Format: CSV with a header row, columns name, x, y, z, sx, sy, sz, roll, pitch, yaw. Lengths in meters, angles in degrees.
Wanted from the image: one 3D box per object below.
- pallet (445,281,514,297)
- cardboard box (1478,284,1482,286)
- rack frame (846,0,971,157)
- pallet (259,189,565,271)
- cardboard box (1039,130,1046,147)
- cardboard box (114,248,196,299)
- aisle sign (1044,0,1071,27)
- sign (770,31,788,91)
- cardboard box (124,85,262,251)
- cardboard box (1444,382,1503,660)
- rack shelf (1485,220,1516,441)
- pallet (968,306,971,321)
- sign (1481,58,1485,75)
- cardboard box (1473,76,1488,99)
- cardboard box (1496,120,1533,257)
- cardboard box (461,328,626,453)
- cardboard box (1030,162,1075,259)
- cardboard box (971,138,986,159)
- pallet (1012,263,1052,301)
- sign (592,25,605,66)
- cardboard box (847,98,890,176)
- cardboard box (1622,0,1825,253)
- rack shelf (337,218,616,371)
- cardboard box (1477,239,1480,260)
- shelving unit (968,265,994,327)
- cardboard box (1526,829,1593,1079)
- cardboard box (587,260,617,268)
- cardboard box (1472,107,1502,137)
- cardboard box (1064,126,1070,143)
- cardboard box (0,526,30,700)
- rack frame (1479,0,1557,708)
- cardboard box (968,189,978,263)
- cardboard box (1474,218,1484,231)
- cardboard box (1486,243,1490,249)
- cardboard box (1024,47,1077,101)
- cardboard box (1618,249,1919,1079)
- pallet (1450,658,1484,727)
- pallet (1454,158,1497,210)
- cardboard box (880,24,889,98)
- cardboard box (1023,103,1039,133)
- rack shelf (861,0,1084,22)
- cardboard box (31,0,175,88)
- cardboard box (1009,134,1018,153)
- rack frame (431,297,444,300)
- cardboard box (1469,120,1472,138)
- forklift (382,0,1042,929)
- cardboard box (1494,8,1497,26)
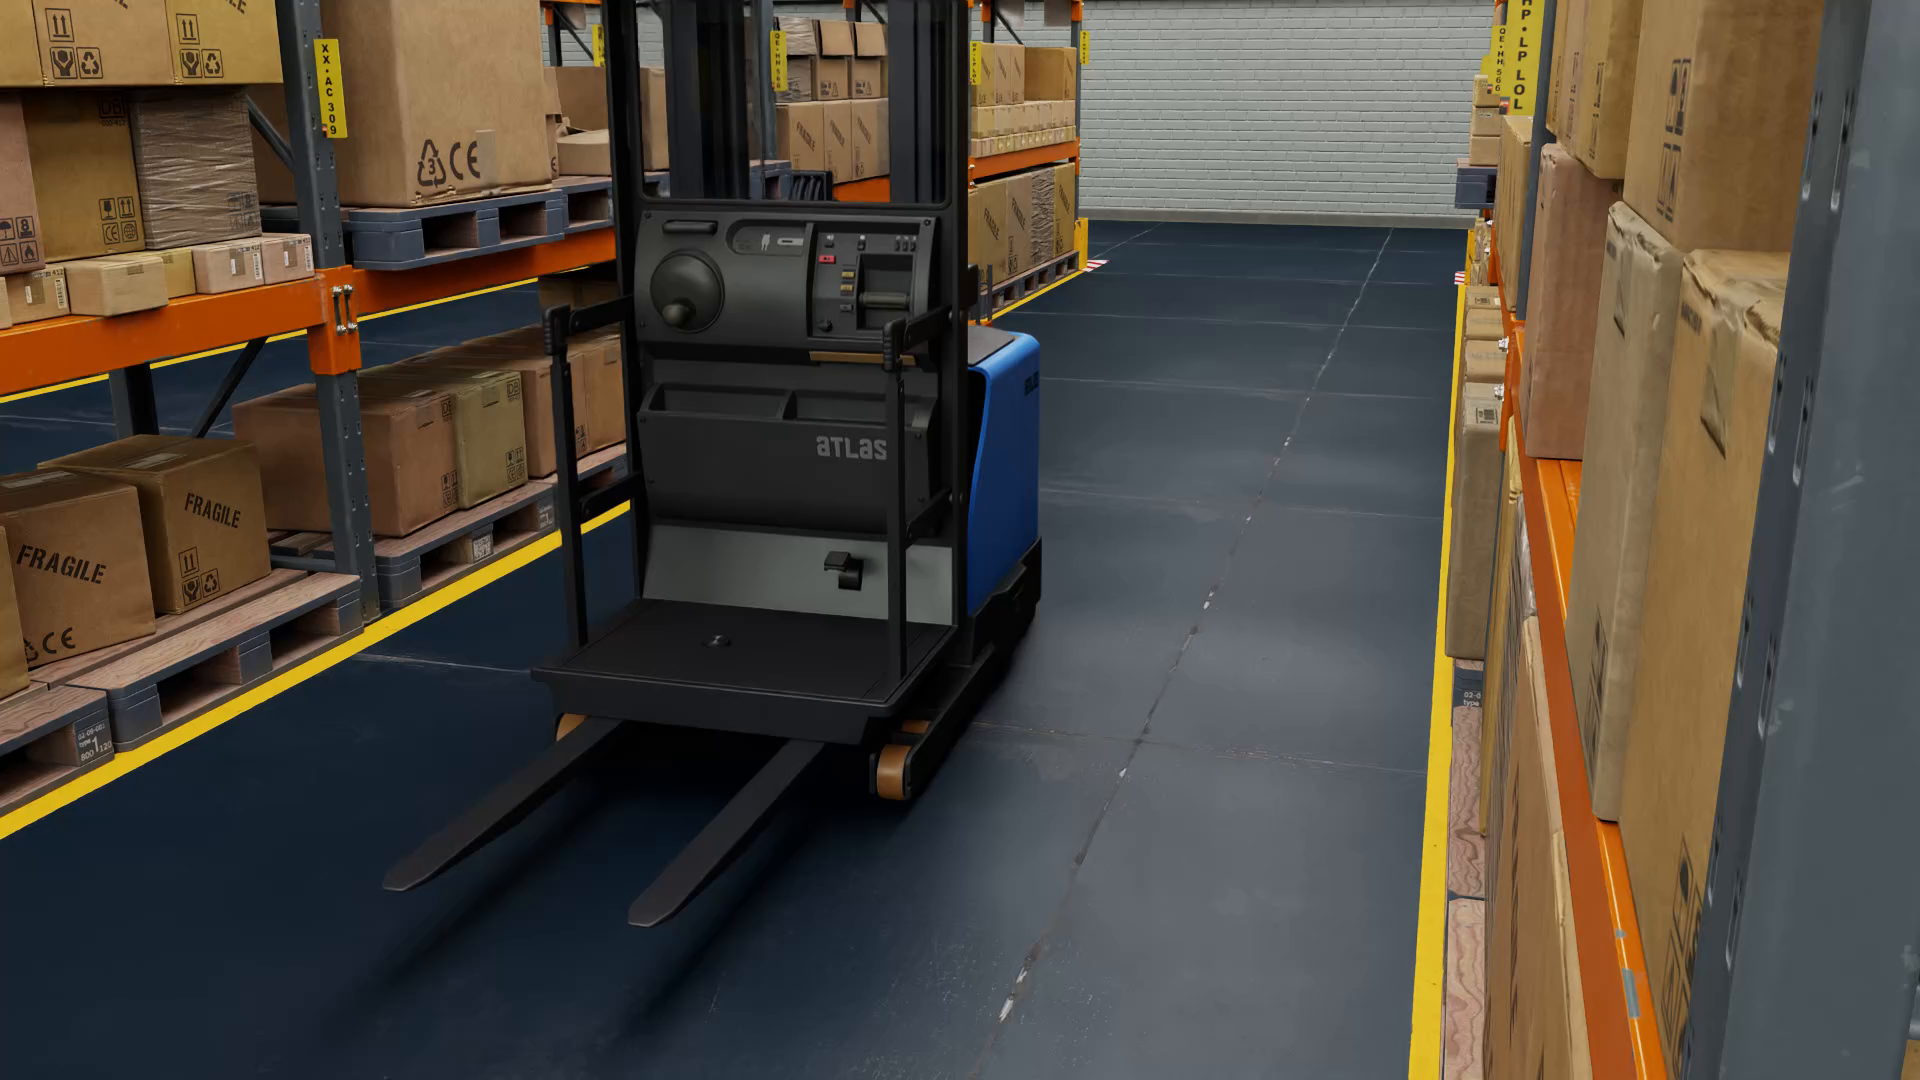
name,x,y,z,sx,sy,sz,roll,pitch,yaw
pallet,-4.984,-2.500,15.756,1.003,0.211,1.213,5,16,16
cardboard box,3.405,-1.271,10.126,0.500,0.500,0.500,4,16,13
rack frame,-0.407,-3.262,13.332,1.000,3.000,0.127,5,16,16
pallet,-2.324,-1.265,6.644,1.003,0.211,1.213,5,16,16
cardboard box,0.582,-3.733,15.456,0.380,0.149,0.250,5,16,16
cardboard box,-2.669,-0.843,5.266,0.380,0.149,0.250,5,16,16
aisle sign,1.038,-5.554,16.651,0.394,0.787,0.004,5,16,16
sign,-1.021,-2.695,9.356,0.100,0.325,0.005,5,16,16
cardboard box,-2.868,-1.247,5.501,0.875,0.500,0.500,5,16,16
cardboard box,2.136,-0.047,5.351,1.050,0.750,0.750,5,16,16
rack shelf,2.614,-0.935,6.447,1.077,0.370,4.000,5,16,16
pallet,-0.554,-1.713,12.980,1.003,0.211,1.213,5,16,16
sign,4.936,-4.356,15.602,0.100,0.325,0.005,5,16,16
cardboard box,3.103,-2.540,9.386,0.380,0.149,0.250,5,17,18
cardboard box,2.367,-1.360,6.446,0.500,0.500,0.500,4,16,15
cardboard box,-2.015,-0.753,8.260,0.700,0.500,0.500,6,17,21
cardboard box,0.624,-3.314,16.642,0.875,0.875,0.875,5,16,16
cardboard box,-0.004,-3.192,13.548,0.380,0.149,0.250,5,16,16
pallet,0.229,-2.433,15.522,1.003,0.211,1.213,5,16,16
sign,-2.077,-2.814,9.633,0.100,0.325,0.005,5,16,16
cardboard box,-0.714,-2.769,11.413,0.500,0.500,0.500,5,16,16
cardboard box,1.120,-0.548,1.511,0.875,0.550,0.550,5,16,16
rack shelf,-2.112,-1.346,7.896,1.077,0.370,4.000,5,16,16
cardboard box,4.406,-2.356,13.504,0.380,0.149,0.250,4,16,13
shelving unit,-0.004,-0.573,7.152,0.258,1.200,0.189,5,16,16
cardboard box,1.039,0.926,1.690,0.875,0.875,0.875,5,17,16
cardboard box,-1.706,-1.408,9.195,0.500,0.250,0.500,5,17,18
cardboard box,2.887,-2.193,8.710,0.380,0.149,0.250,5,17,17
cardboard box,0.872,-4.001,16.397,0.380,0.149,0.250,5,17,16
cardboard box,-3.089,0.252,4.754,0.500,0.500,0.500,3,16,11
rack frame,2.046,-0.758,4.504,1.000,3.000,0.127,5,16,16
cardboard box,-0.570,-2.273,12.969,1.225,0.875,0.875,5,16,16
cardboard box,4.982,-2.903,15.432,0.380,0.149,0.250,4,16,13
cardboard box,3.418,-1.628,10.011,0.500,0.250,0.500,5,17,17
cardboard box,0.843,-4.592,16.378,0.500,0.500,0.500,5,17,17
cardboard box,0.971,0.116,1.148,0.875,0.550,0.550,5,16,16
pallet,2.193,0.376,5.617,1.003,0.211,1.213,5,16,16
pallet,3.283,-1.907,8.906,1.213,0.211,1.003,5,16,16
cardboard box,-0.787,-3.446,11.960,0.797,0.503,0.637,5,17,16
cardboard box,0.413,-3.829,15.063,0.500,0.250,0.500,5,16,16
rack shelf,0.161,-4.882,14.866,1.077,0.370,4.000,5,16,16
cardboard box,-2.686,-1.571,4.810,0.500,0.500,0.500,5,16,16
cardboard box,0.290,-3.466,14.513,0.380,0.149,0.250,4,16,15
rack frame,-5.156,-3.646,14.686,1.000,3.000,0.127,5,16,16
cardboard box,3.766,-2.864,11.622,0.380,0.149,0.250,4,16,13
forklift,-0.580,-0.786,4.728,1.130,2.935,3.031,4,16,15
cardboard box,4.336,-3.803,12.678,0.500,0.500,0.500,4,16,14
